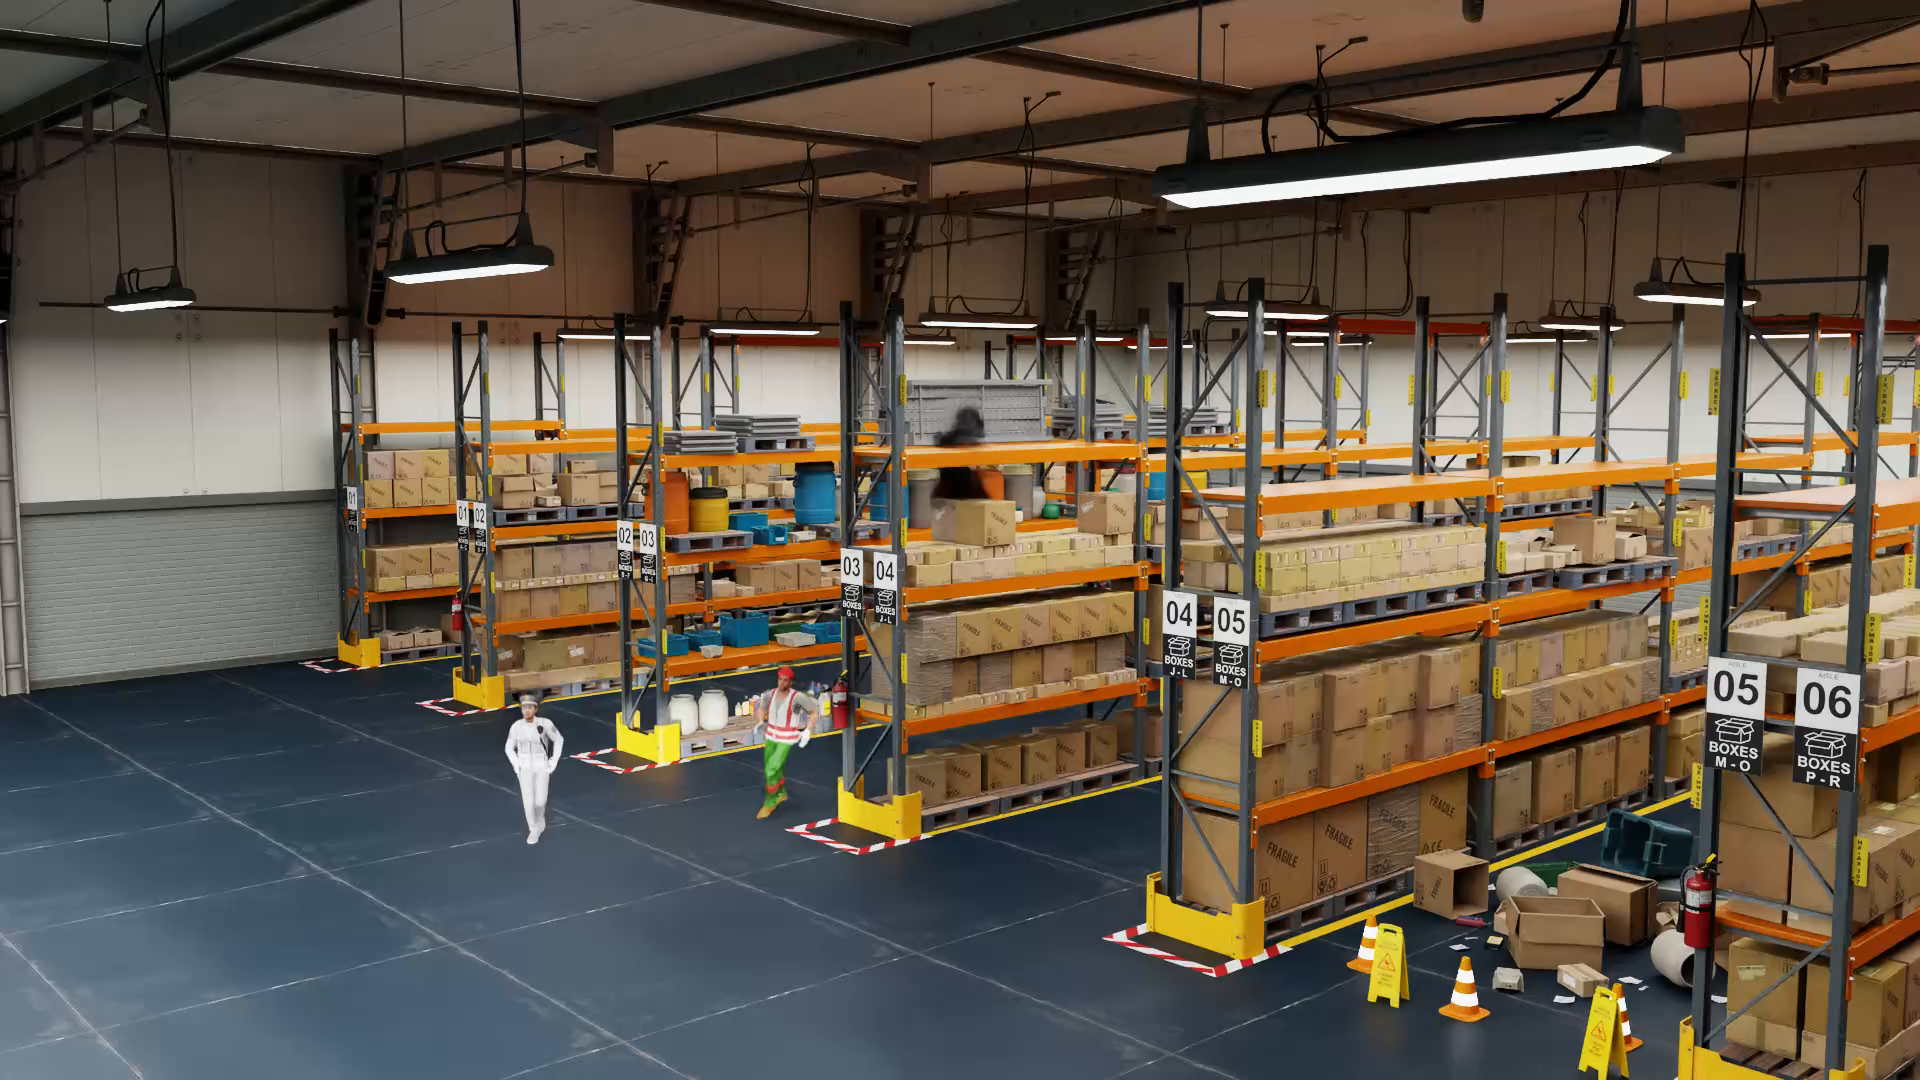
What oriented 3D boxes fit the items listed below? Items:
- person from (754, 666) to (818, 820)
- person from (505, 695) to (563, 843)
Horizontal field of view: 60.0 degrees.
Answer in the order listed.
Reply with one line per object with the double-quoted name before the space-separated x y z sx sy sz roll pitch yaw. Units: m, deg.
"person" -2.086 2.368 19.520 0.697 1.799 0.700 4 7 32
"person" -4.723 2.531 18.401 0.626 1.662 0.454 -1 6 -7
